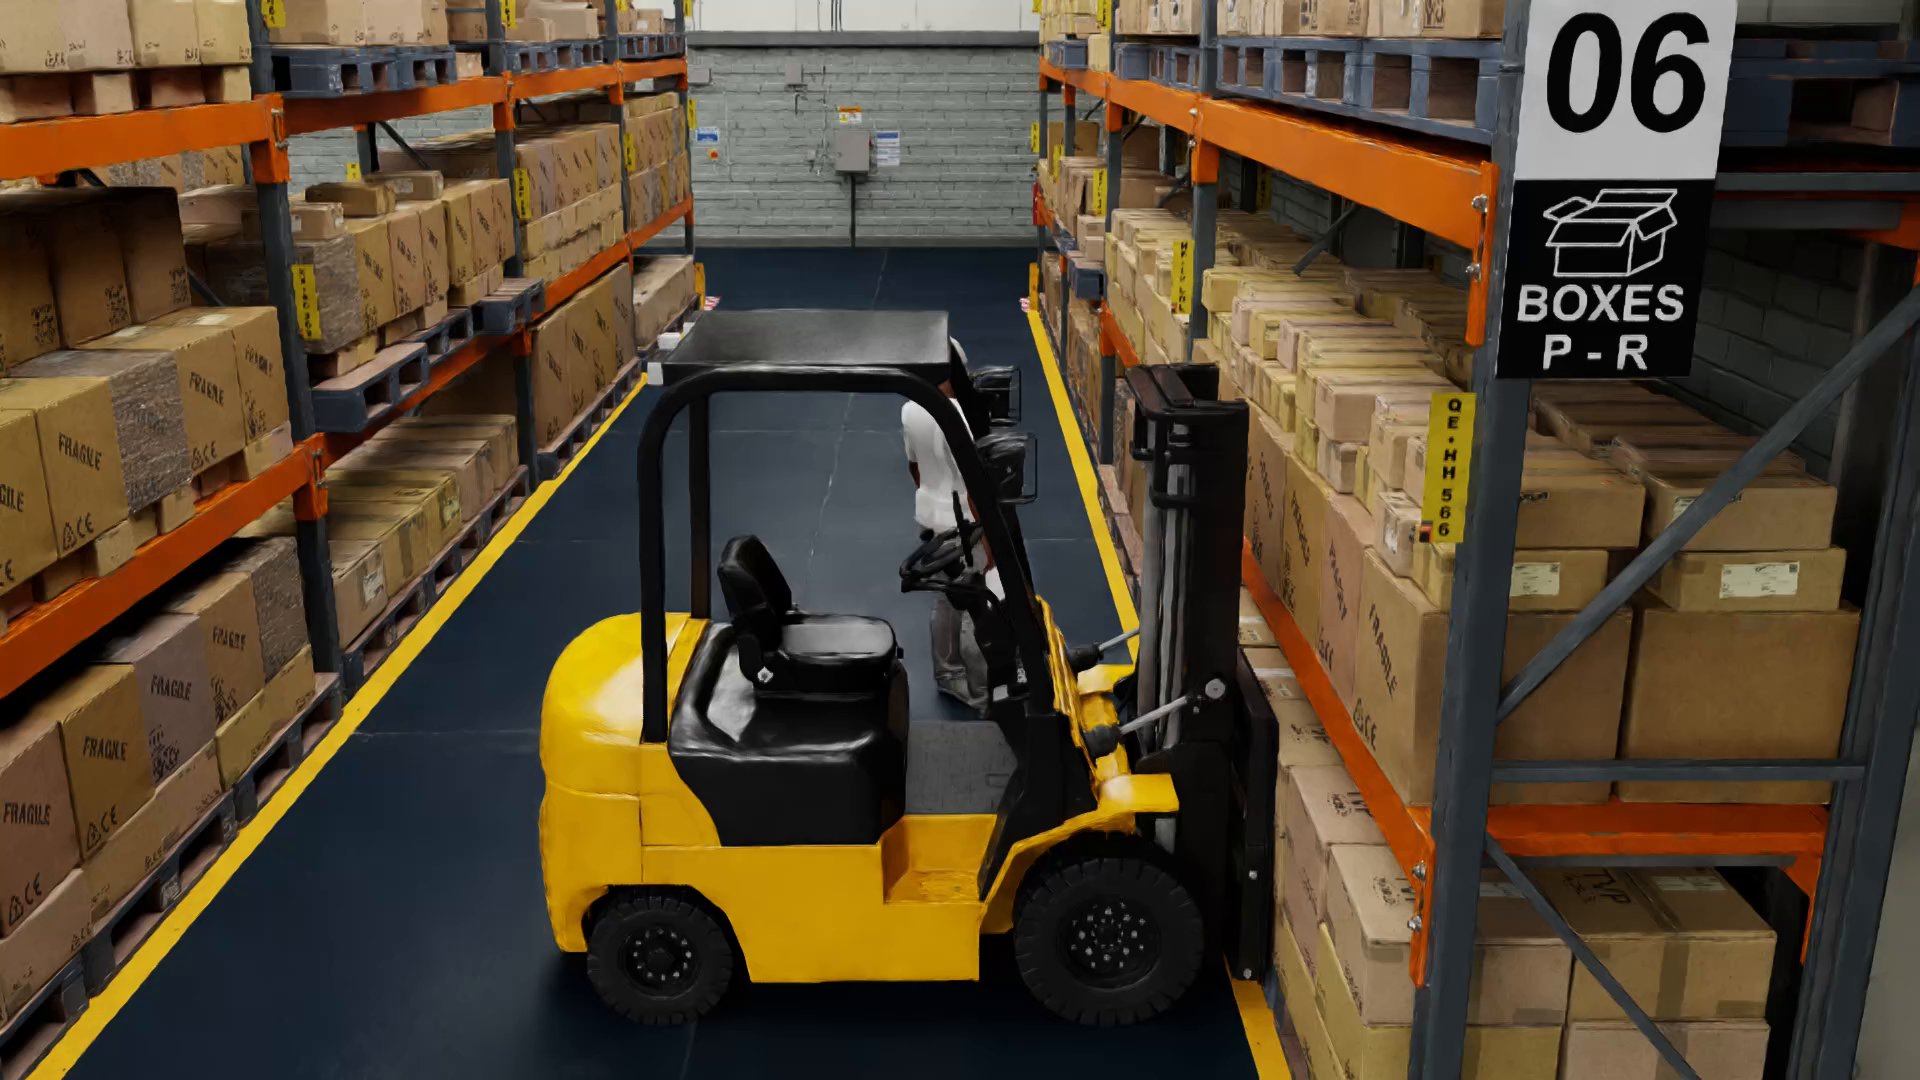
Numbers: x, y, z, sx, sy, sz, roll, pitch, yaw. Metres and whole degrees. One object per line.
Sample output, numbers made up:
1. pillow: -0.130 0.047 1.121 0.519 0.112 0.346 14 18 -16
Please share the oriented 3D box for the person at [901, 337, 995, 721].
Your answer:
1. person: 0.035 -0.063 7.693 0.471 1.773 0.666 -7 19 -23
